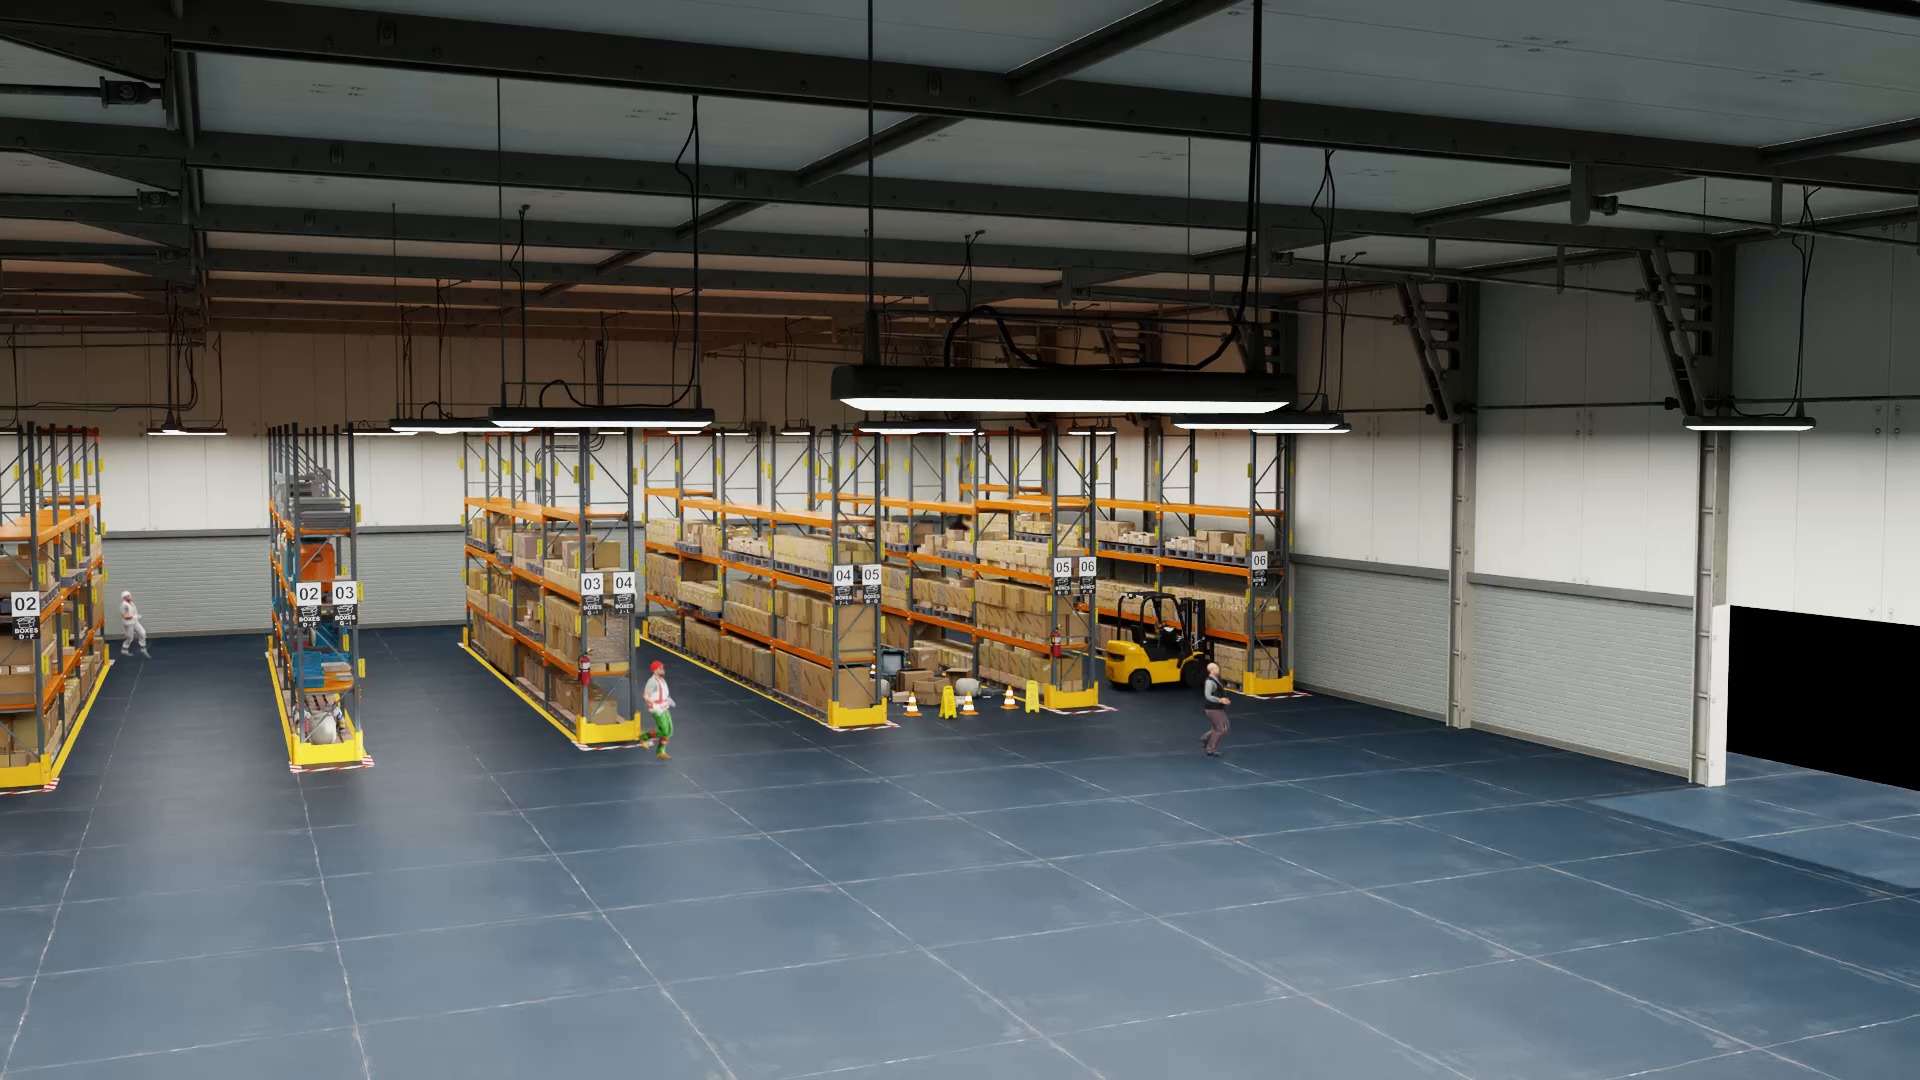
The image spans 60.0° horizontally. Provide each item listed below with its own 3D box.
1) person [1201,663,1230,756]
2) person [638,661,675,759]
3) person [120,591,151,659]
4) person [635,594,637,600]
[{"bbox_3d":[4.615,3.051,29.958,0.597,1.672,0.654,1,4,21],"label":"person"},{"bbox_3d":[-5.451,3.040,29.801,0.605,1.748,0.666,1,4,13],"label":"person"},{"bbox_3d":[-21.436,2.200,43.011,0.821,1.780,0.672,1,4,8],"label":"person"},{"bbox_3d":[-9.760,1.966,48.516,0.594,1.617,0.657,3,5,39],"label":"person"}]
